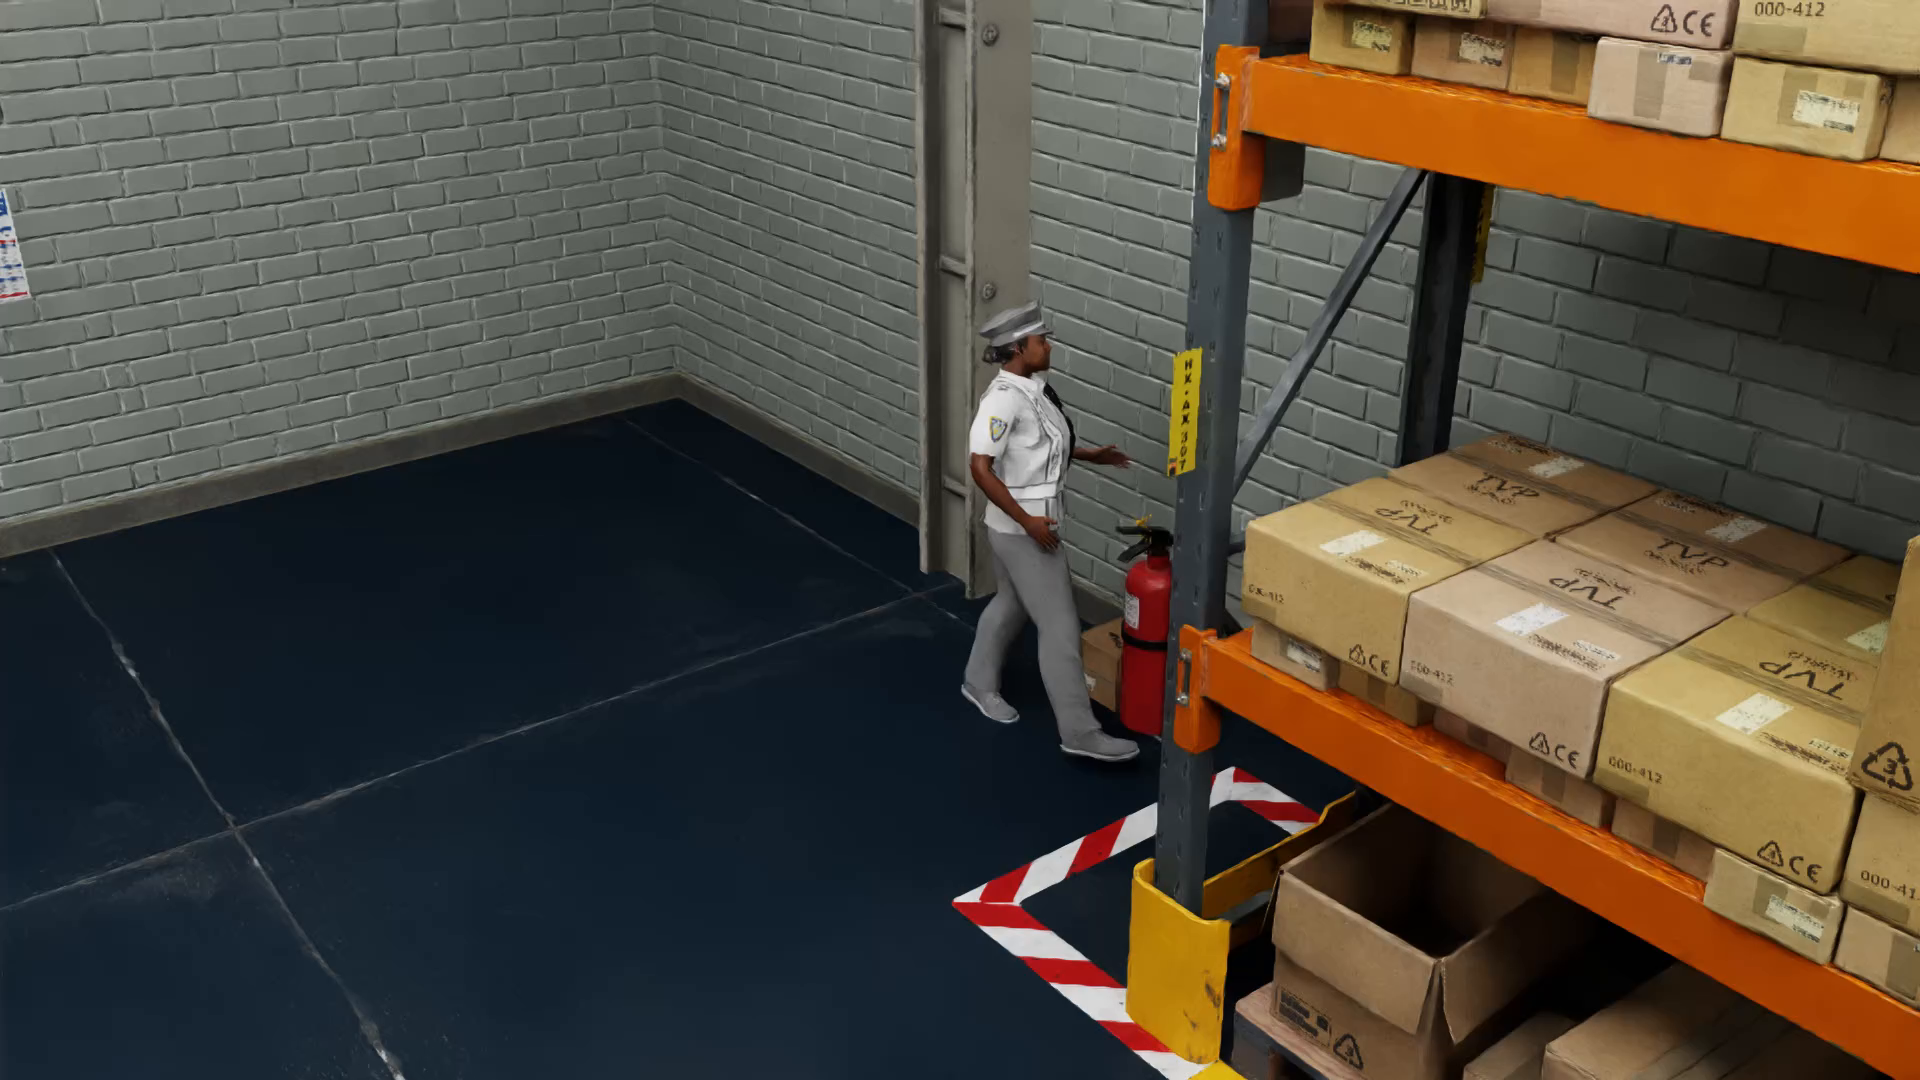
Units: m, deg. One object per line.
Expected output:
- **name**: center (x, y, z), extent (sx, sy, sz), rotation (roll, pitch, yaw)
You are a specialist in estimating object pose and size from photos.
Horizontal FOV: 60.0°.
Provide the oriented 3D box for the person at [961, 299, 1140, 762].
- **person**: center (0.354, -0.029, 6.180), extent (0.725, 1.702, 0.691), rotation (4, 25, 8)
